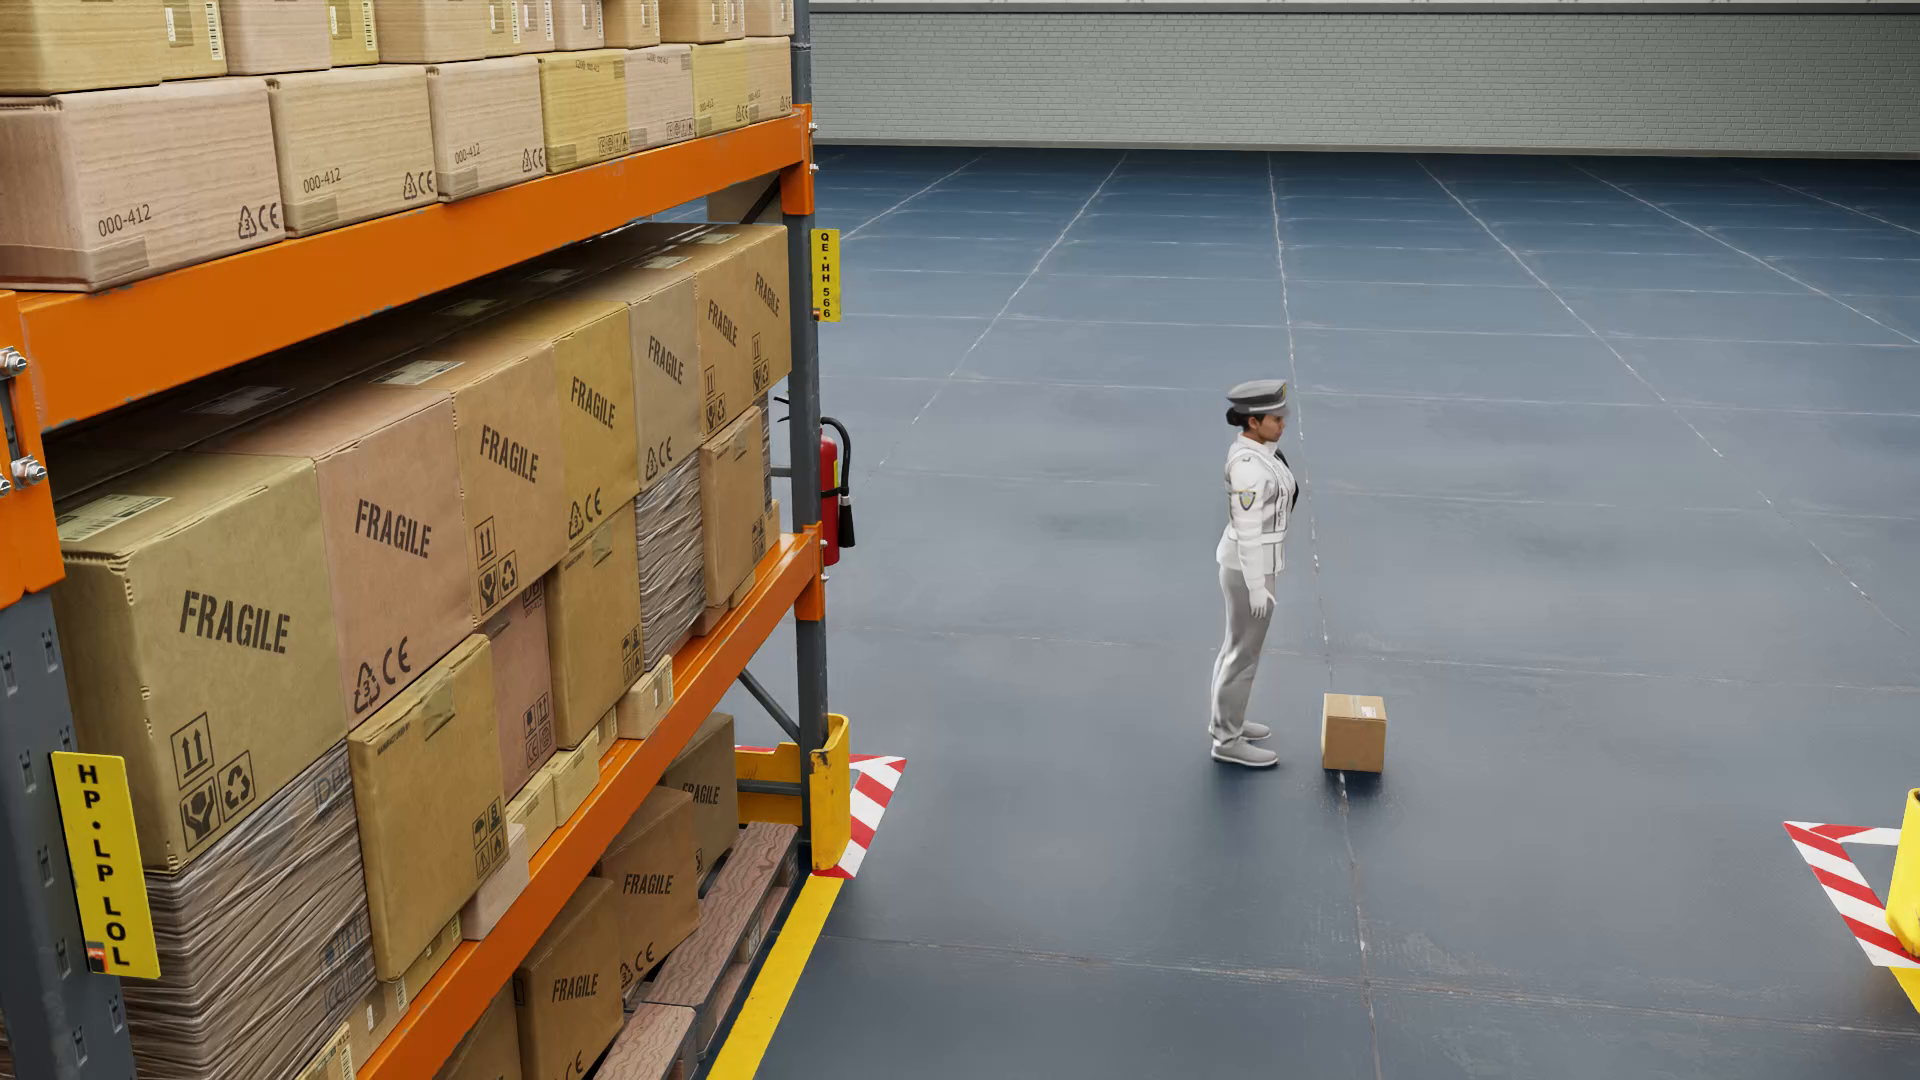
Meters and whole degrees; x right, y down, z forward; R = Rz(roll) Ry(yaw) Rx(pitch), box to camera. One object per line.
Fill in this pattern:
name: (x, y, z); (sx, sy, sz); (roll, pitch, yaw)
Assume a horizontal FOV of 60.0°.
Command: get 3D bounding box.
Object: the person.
person: (1.261, 0.141, 7.112); (0.332, 1.692, 0.491); (3, 18, 10)
